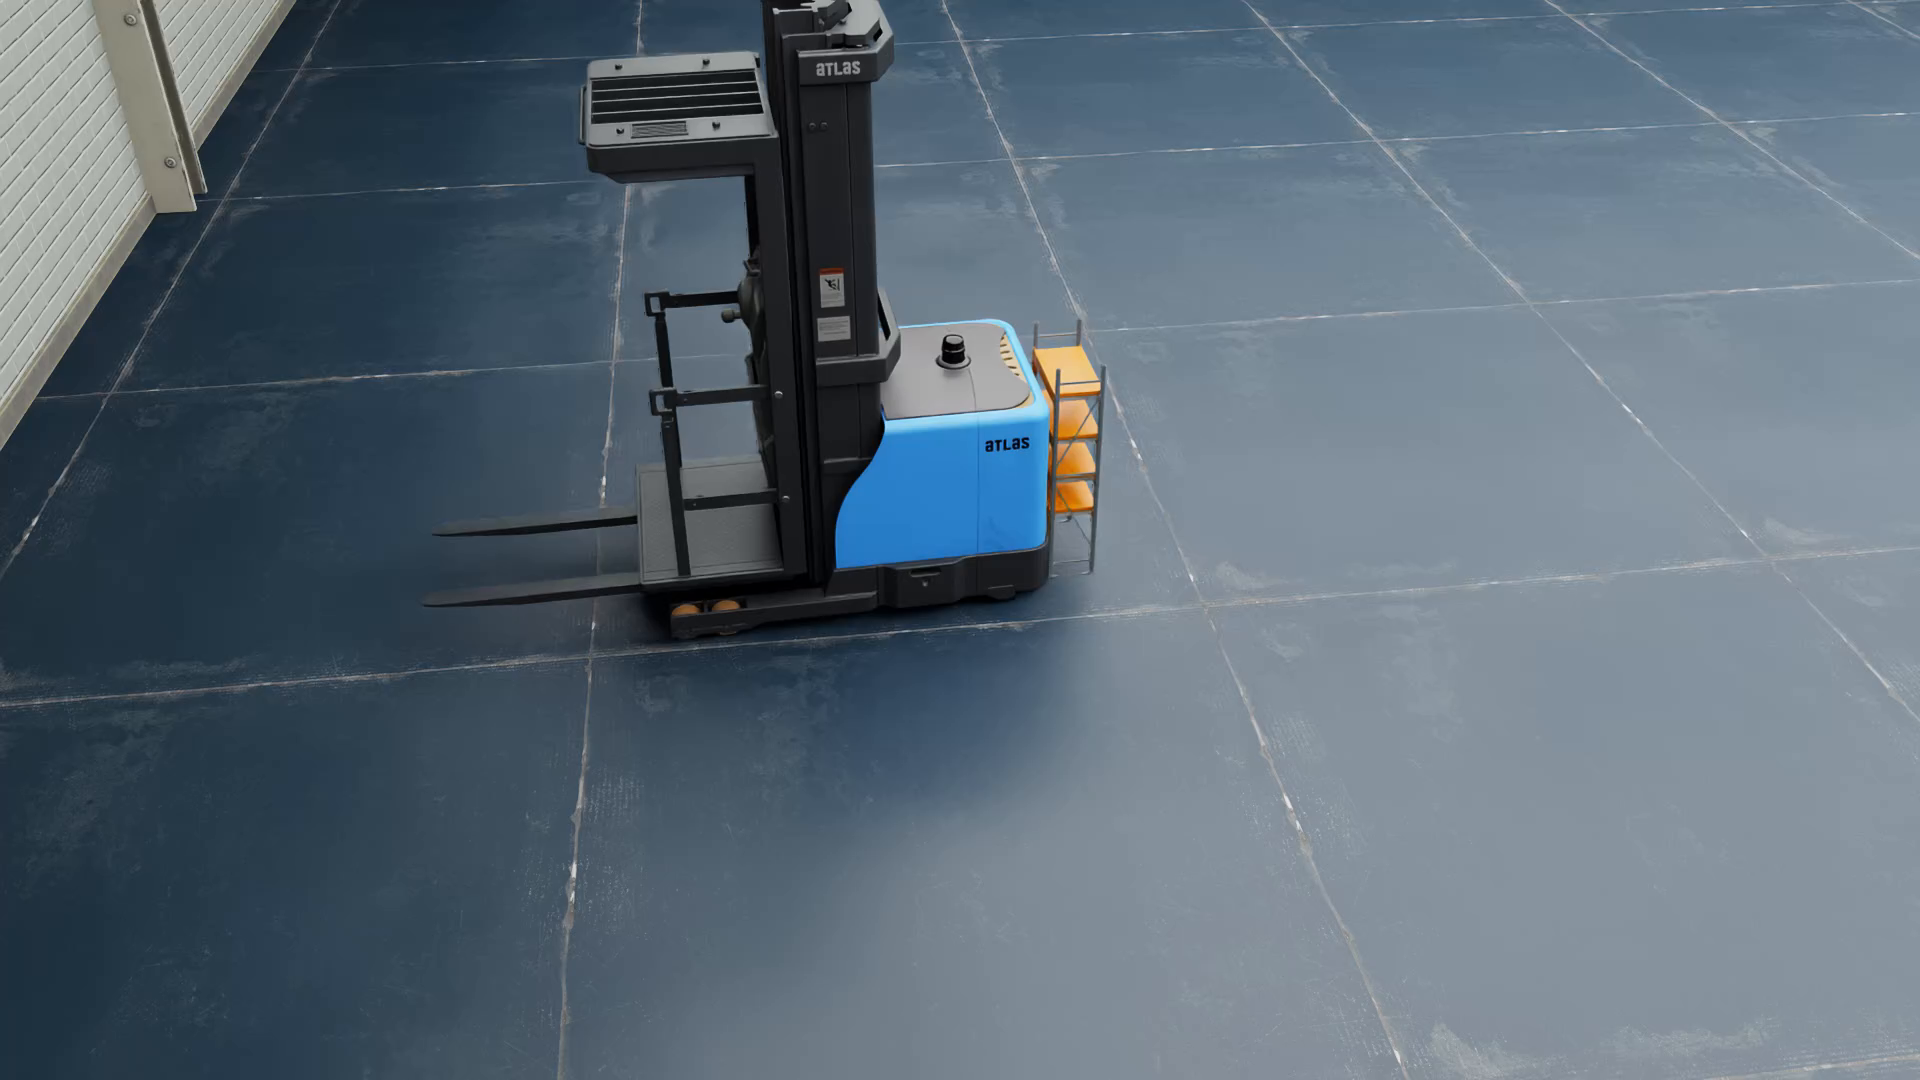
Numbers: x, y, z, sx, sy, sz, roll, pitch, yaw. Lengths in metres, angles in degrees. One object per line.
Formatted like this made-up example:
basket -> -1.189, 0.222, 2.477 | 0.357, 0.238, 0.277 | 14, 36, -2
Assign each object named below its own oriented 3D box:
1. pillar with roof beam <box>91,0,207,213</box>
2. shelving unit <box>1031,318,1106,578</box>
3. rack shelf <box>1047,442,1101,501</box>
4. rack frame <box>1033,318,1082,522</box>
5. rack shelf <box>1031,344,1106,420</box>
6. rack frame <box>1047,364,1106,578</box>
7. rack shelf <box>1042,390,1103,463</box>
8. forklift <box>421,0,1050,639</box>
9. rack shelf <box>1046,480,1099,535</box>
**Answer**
pillar with roof beam -> -1.585, -6.583, 10.419 | 9.100, 9.000, 0.400 | -4, 35, -6
shelving unit -> 0.523, -0.452, 8.347 | 0.258, 1.200, 0.503 | -6, 35, -9
rack shelf -> 0.523, -0.396, 8.384 | 0.258, 0.148, 0.480 | -6, 35, -9
rack frame -> 0.480, -0.587, 8.545 | 0.240, 1.200, 0.015 | -6, 35, -9
rack shelf -> 0.525, -0.777, 8.126 | 0.258, 0.148, 0.480 | -6, 35, -9
rack frame -> 0.567, -0.317, 8.148 | 0.240, 1.200, 0.015 | -6, 35, -9
rack shelf -> 0.524, -0.581, 8.259 | 0.258, 0.148, 0.480 | -6, 35, -9
forklift -> -1.132, -1.054, 7.695 | 3.031, 2.935, 1.130 | -6, 35, -8
rack shelf -> 0.522, -0.232, 8.496 | 0.258, 0.148, 0.480 | -6, 35, -9
